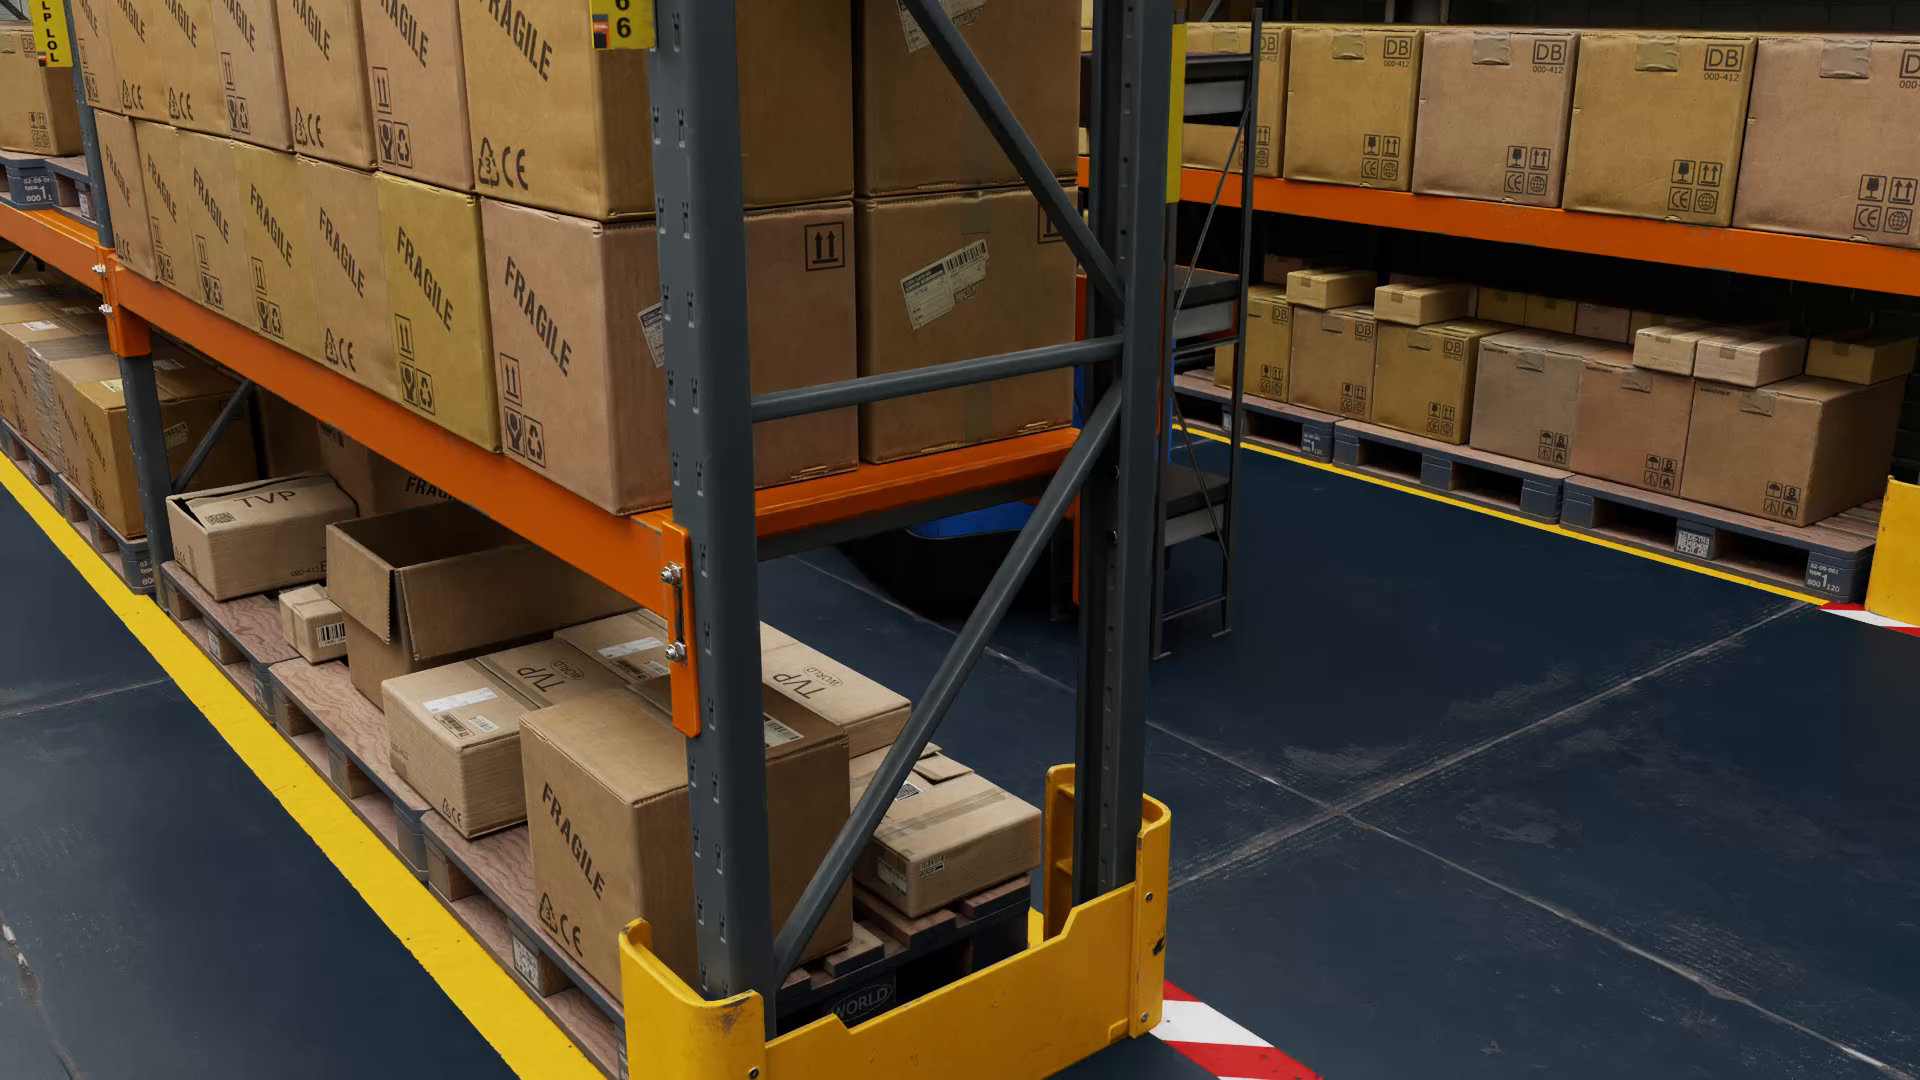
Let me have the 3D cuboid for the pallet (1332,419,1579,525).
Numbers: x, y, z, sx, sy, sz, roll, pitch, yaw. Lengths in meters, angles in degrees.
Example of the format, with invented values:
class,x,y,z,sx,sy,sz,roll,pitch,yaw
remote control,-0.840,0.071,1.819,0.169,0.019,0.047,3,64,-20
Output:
class,x,y,z,sx,sy,sz,roll,pitch,yaw
pallet,2.526,-0.404,7.747,1.003,0.211,1.213,-14,23,-36

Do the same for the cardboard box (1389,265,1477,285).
class,x,y,z,sx,sy,sz,roll,pitch,yaw
cardboard box,2.296,-1.228,8.076,0.380,0.149,0.250,-15,23,-38

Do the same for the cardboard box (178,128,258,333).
class,x,y,z,sx,sy,sz,roll,pitch,yaw
cardboard box,-1.795,-0.883,4.599,0.500,0.500,0.500,-14,23,-36

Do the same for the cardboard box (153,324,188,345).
class,x,y,z,sx,sy,sz,roll,pitch,yaw
cardboard box,-3.258,-1.055,7.361,0.500,0.250,0.500,-14,23,-36

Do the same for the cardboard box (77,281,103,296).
class,x,y,z,sx,sy,sz,roll,pitch,yaw
cardboard box,-4.208,-1.430,8.492,0.500,0.250,0.500,-13,22,-34

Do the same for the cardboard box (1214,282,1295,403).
class,x,y,z,sx,sy,sz,roll,pitch,yaw
cardboard box,1.737,-1.040,8.540,0.700,0.500,0.500,-14,23,-35

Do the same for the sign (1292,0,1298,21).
class,x,y,z,sx,sy,sz,roll,pitch,yaw
sign,1.787,-2.789,9.009,0.100,0.325,0.005,-14,23,-36

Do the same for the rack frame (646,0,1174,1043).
class,x,y,z,sx,sy,sz,roll,pitch,yaw
rack frame,-0.044,-0.278,2.930,1.000,3.000,0.127,-14,23,-36

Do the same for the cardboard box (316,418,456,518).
class,x,y,z,sx,sy,sz,roll,pitch,yaw
cardboard box,-1.951,-0.201,5.974,0.500,0.500,0.500,-14,23,-36

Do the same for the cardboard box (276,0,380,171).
class,x,y,z,sx,sy,sz,roll,pitch,yaw
cardboard box,-1.176,-1.107,3.685,0.500,0.500,0.500,-13,22,-35

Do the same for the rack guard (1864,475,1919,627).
class,x,y,z,sx,sy,sz,roll,pitch,yaw
rack guard,3.852,-0.053,6.228,1.175,0.500,0.348,-14,23,-36

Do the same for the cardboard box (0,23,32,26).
class,x,y,z,sx,sy,sz,roll,pitch,yaw
cardboard box,-4.114,-2.100,7.607,0.700,0.500,0.500,-9,20,-26

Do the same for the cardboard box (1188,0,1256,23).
class,x,y,z,sx,sy,sz,roll,pitch,yaw
cardboard box,1.272,-2.950,9.142,0.500,0.250,0.500,-13,22,-34

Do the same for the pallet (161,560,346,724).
class,x,y,z,sx,sy,sz,roll,pitch,yaw
pallet,-2.102,0.230,5.834,1.003,0.211,1.213,-14,23,-36

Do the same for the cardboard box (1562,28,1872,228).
class,x,y,z,sx,sy,sz,roll,pitch,yaw
cardboard box,3.052,-1.689,6.714,0.980,0.700,0.700,-14,23,-37

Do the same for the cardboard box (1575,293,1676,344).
class,x,y,z,sx,sy,sz,roll,pitch,yaw
cardboard box,2.929,-0.977,7.317,0.380,0.149,0.250,-14,23,-35

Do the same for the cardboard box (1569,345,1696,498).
class,x,y,z,sx,sy,sz,roll,pitch,yaw
cardboard box,3.013,-0.535,7.014,0.700,0.500,0.500,-14,23,-36

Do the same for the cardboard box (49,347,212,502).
class,x,y,z,sx,sy,sz,roll,pitch,yaw
cardboard box,-3.359,-0.475,6.802,0.500,0.500,0.500,-14,23,-36

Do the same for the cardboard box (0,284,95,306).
class,x,y,z,sx,sy,sz,roll,pitch,yaw
cardboard box,-4.623,-0.976,8.314,0.500,0.500,0.500,-15,24,-38

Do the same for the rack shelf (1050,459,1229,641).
class,x,y,z,sx,sy,sz,roll,pitch,yaw
rack shelf,0.637,-0.007,5.810,0.431,0.518,0.480,-16,24,-39

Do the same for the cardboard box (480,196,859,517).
class,x,y,z,sx,sy,sz,roll,pitch,yaw
cardboard box,-0.535,-0.383,3.087,0.500,0.500,0.500,-13,22,-34

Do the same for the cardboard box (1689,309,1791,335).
class,x,y,z,sx,sy,sz,roll,pitch,yaw
cardboard box,3.243,-0.852,6.941,0.380,0.149,0.250,-14,23,-36

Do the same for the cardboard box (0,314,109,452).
class,x,y,z,sx,sy,sz,roll,pitch,yaw
cardboard box,-3.988,-0.724,7.552,0.500,0.500,0.500,-15,23,-38

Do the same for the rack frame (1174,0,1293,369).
class,x,y,z,sx,sy,sz,roll,pitch,yaw
rack frame,1.353,-2.231,8.830,1.000,3.000,0.127,-14,23,-36

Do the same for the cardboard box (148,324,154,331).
class,x,y,z,sx,sy,sz,roll,pitch,yaw
cardboard box,-3.595,-0.831,7.878,0.500,0.500,0.500,-15,24,-38

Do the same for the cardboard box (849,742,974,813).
class,x,y,z,sx,sy,sz,roll,pitch,yaw
cardboard box,-0.190,0.626,4.007,0.380,0.166,0.250,-14,23,-36

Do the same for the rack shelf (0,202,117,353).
class,x,y,z,sx,sy,sz,roll,pitch,yaw
rack shelf,-3.769,-1.415,7.508,1.077,0.370,4.000,-14,23,-36

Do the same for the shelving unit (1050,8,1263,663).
class,x,y,z,sx,sy,sz,roll,pitch,yaw
shelving unit,0.634,-0.684,5.583,0.431,2.100,0.503,-16,24,-39

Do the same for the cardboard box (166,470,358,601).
class,x,y,z,sx,sy,sz,roll,pitch,yaw
cardboard box,-2.437,-0.050,5.821,0.500,0.311,0.500,-14,23,-36

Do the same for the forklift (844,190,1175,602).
class,x,y,z,sx,sy,sz,roll,pitch,yaw
forklift,-0.206,-1.593,7.012,1.130,2.935,3.031,-7,20,-20

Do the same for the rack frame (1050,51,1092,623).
class,x,y,z,sx,sy,sz,roll,pitch,yaw
rack frame,0.473,-0.741,5.757,0.400,2.100,0.015,-16,24,-39

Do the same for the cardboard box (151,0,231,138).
class,x,y,z,sx,sy,sz,roll,pitch,yaw
cardboard box,-1.816,-1.361,4.451,0.500,0.500,0.500,-15,23,-38

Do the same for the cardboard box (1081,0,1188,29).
class,x,y,z,sx,sy,sz,roll,pitch,yaw
cardboard box,0.863,-2.851,8.843,0.500,0.250,0.500,-13,23,-35

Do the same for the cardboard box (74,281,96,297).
class,x,y,z,sx,sy,sz,roll,pitch,yaw
cardboard box,-4.246,-1.087,8.650,0.500,0.500,0.500,-13,22,-34

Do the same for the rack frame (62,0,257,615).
class,x,y,z,sx,sy,sz,roll,pitch,yaw
rack frame,-2.528,-1.264,5.907,1.000,3.000,0.127,-14,23,-36

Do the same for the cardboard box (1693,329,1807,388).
class,x,y,z,sx,sy,sz,roll,pitch,yaw
cardboard box,3.101,-0.715,6.528,0.380,0.149,0.250,-14,23,-37

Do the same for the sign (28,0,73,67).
class,x,y,z,sx,sy,sz,roll,pitch,yaw
sign,-2.960,-1.704,5.395,0.100,0.325,0.005,-14,23,-36

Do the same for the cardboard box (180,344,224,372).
class,x,y,z,sx,sy,sz,roll,pitch,yaw
cardboard box,-2.977,-0.582,7.125,0.500,0.500,0.500,-14,23,-35

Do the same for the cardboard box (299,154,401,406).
class,x,y,z,sx,sy,sz,roll,pitch,yaw
cardboard box,-1.166,-0.634,3.846,0.500,0.500,0.500,-14,23,-36

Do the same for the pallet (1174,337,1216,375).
class,x,y,z,sx,sy,sz,roll,pitch,yaw
pallet,0.815,-1.083,9.798,1.003,0.211,1.213,-14,23,-36

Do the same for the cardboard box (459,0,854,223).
class,x,y,z,sx,sy,sz,roll,pitch,yaw
cardboard box,-0.536,-0.856,2.927,0.500,0.500,0.500,-14,23,-37

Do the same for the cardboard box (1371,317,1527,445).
class,x,y,z,sx,sy,sz,roll,pitch,yaw
cardboard box,2.363,-0.789,7.780,0.700,0.500,0.500,-13,23,-35

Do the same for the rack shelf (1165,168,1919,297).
class,x,y,z,sx,sy,sz,roll,pitch,yaw
rack shelf,2.595,-1.397,7.454,1.077,0.370,4.000,-14,23,-36

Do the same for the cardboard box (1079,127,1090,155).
class,x,y,z,sx,sy,sz,roll,pitch,yaw
cardboard box,0.746,-2.207,9.124,0.380,0.149,0.250,-13,23,-35

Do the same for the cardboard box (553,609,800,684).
class,x,y,z,sx,sy,sz,roll,pitch,yaw
cardboard box,-0.780,0.383,4.609,0.500,0.250,0.500,-14,23,-36

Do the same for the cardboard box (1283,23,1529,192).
class,x,y,z,sx,sy,sz,roll,pitch,yaw
cardboard box,2.126,-2.056,7.823,0.980,0.700,0.700,-15,23,-37

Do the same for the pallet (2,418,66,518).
class,x,y,z,sx,sy,sz,roll,pitch,yaw
pallet,-3.824,-0.434,7.837,1.003,0.211,1.213,-14,23,-36

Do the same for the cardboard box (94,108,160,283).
class,x,y,z,sx,sy,sz,roll,pitch,yaw
cardboard box,-2.425,-1.132,5.351,0.500,0.500,0.500,-13,22,-35

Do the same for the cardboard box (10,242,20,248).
class,x,y,z,sx,sy,sz,roll,pitch,yaw
cardboard box,-5.439,-1.724,10.110,0.500,0.311,0.500,-15,23,-37

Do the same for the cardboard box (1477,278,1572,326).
class,x,y,z,sx,sy,sz,roll,pitch,yaw
cardboard box,2.613,-1.102,7.696,0.380,0.149,0.250,-14,23,-37

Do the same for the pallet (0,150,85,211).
class,x,y,z,sx,sy,sz,roll,pitch,yaw
pallet,-3.800,-1.680,7.469,1.003,0.211,1.213,-14,23,-36

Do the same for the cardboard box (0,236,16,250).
class,x,y,z,sx,sy,sz,roll,pitch,yaw
cardboard box,-5.857,-1.617,9.789,0.500,0.311,0.500,-14,23,-37

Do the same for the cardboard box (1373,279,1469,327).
class,x,y,z,sx,sy,sz,roll,pitch,yaw
cardboard box,2.131,-1.099,7.687,0.380,0.149,0.250,-15,23,-38

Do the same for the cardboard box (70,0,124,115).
class,x,y,z,sx,sy,sz,roll,pitch,yaw
cardboard box,-2.456,-1.615,5.218,0.500,0.500,0.500,-13,22,-35

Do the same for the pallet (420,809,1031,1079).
class,x,y,z,sx,sy,sz,roll,pitch,yaw
pallet,-0.587,0.831,4.018,1.003,0.211,1.213,-14,23,-36

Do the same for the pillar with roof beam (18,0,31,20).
class,x,y,z,sx,sy,sz,roll,pitch,yaw
pillar with roof beam,-23.261,-13.106,32.128,9.100,9.000,0.400,-14,23,-36

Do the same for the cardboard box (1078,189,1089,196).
class,x,y,z,sx,sy,sz,roll,pitch,yaw
cardboard box,0.294,-1.764,10.168,0.750,0.750,0.750,-13,22,-34

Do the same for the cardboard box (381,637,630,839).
class,x,y,z,sx,sy,sz,roll,pitch,yaw
cardboard box,-1.141,0.493,4.277,0.500,0.250,0.500,-14,23,-36
